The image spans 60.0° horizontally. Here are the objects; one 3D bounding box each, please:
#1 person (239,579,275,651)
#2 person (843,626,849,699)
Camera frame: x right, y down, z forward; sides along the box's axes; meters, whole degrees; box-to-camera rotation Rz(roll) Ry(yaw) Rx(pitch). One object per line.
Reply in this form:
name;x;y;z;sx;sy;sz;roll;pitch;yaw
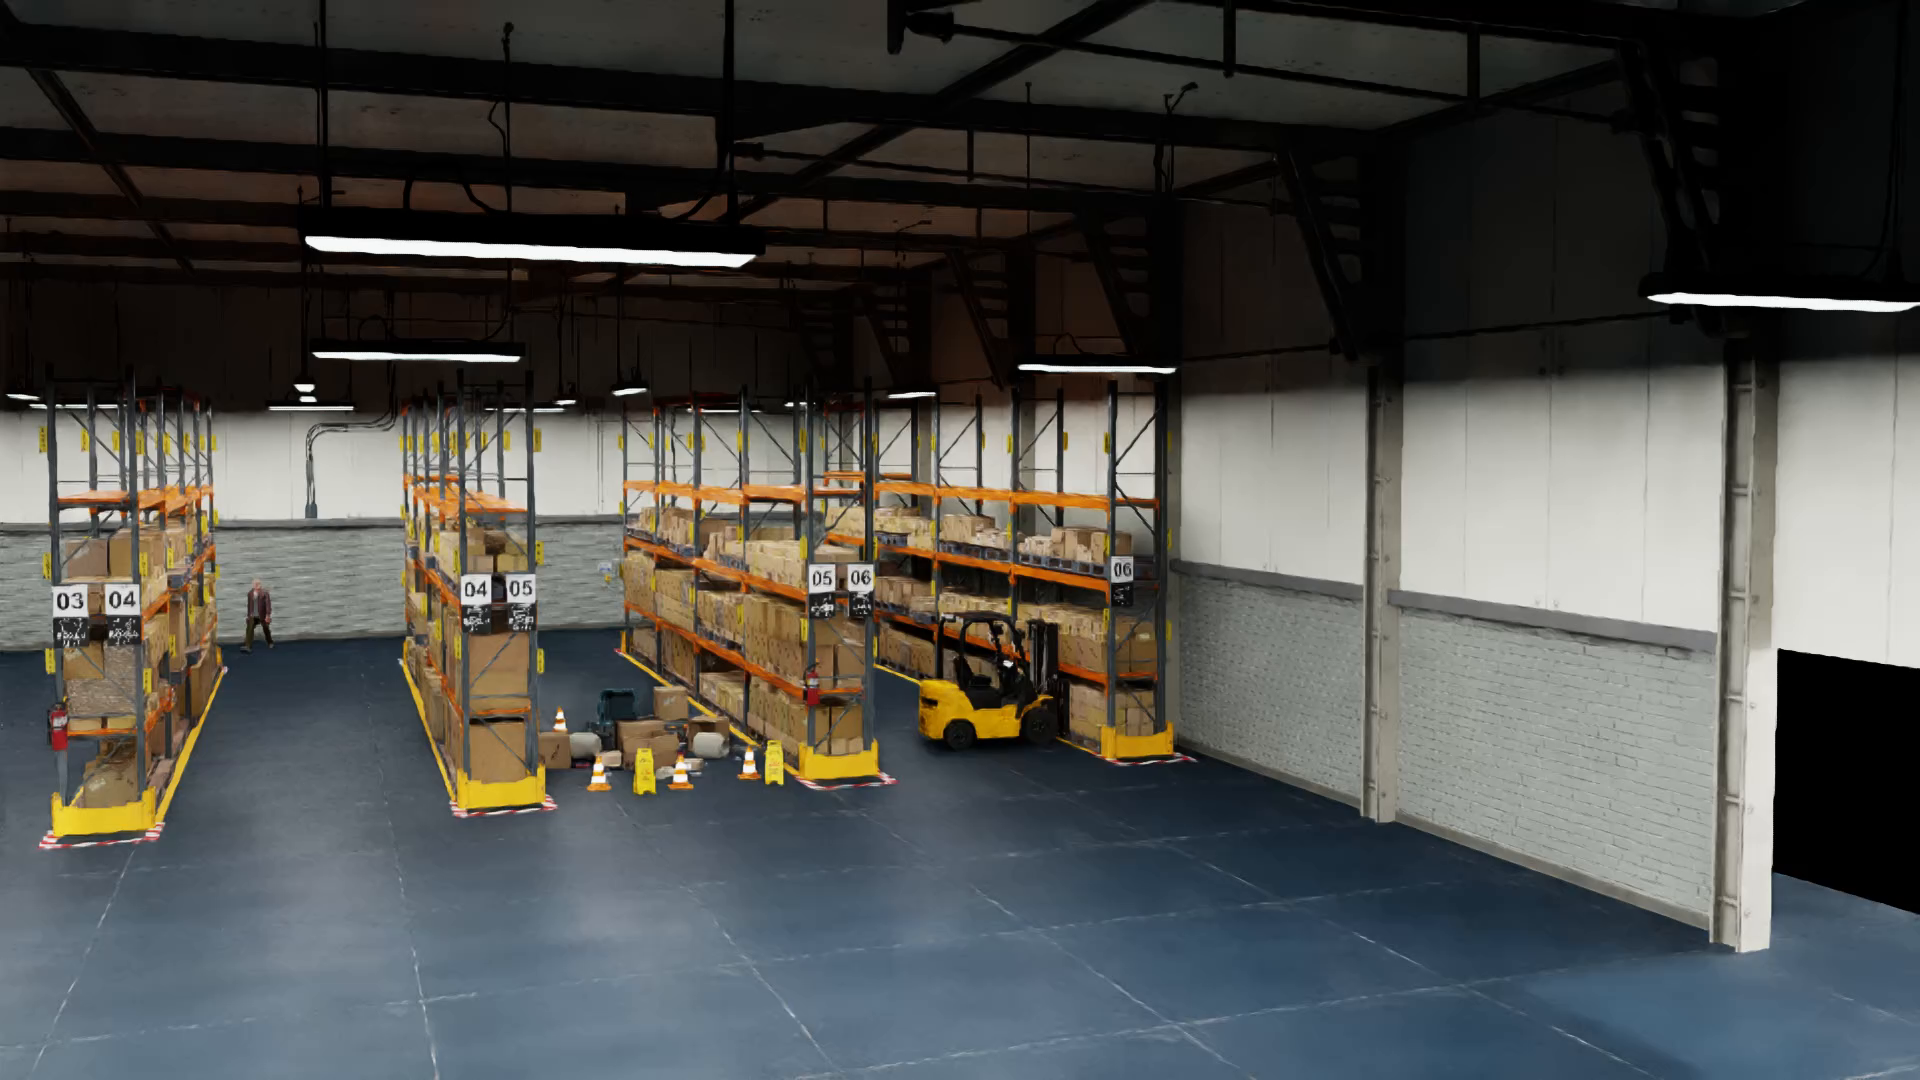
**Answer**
person;-16.912;1.794;40.055;0.629;1.735;1.015;0;3;2
person;-2.268;2.354;30.749;0.569;1.668;0.560;1;3;11
